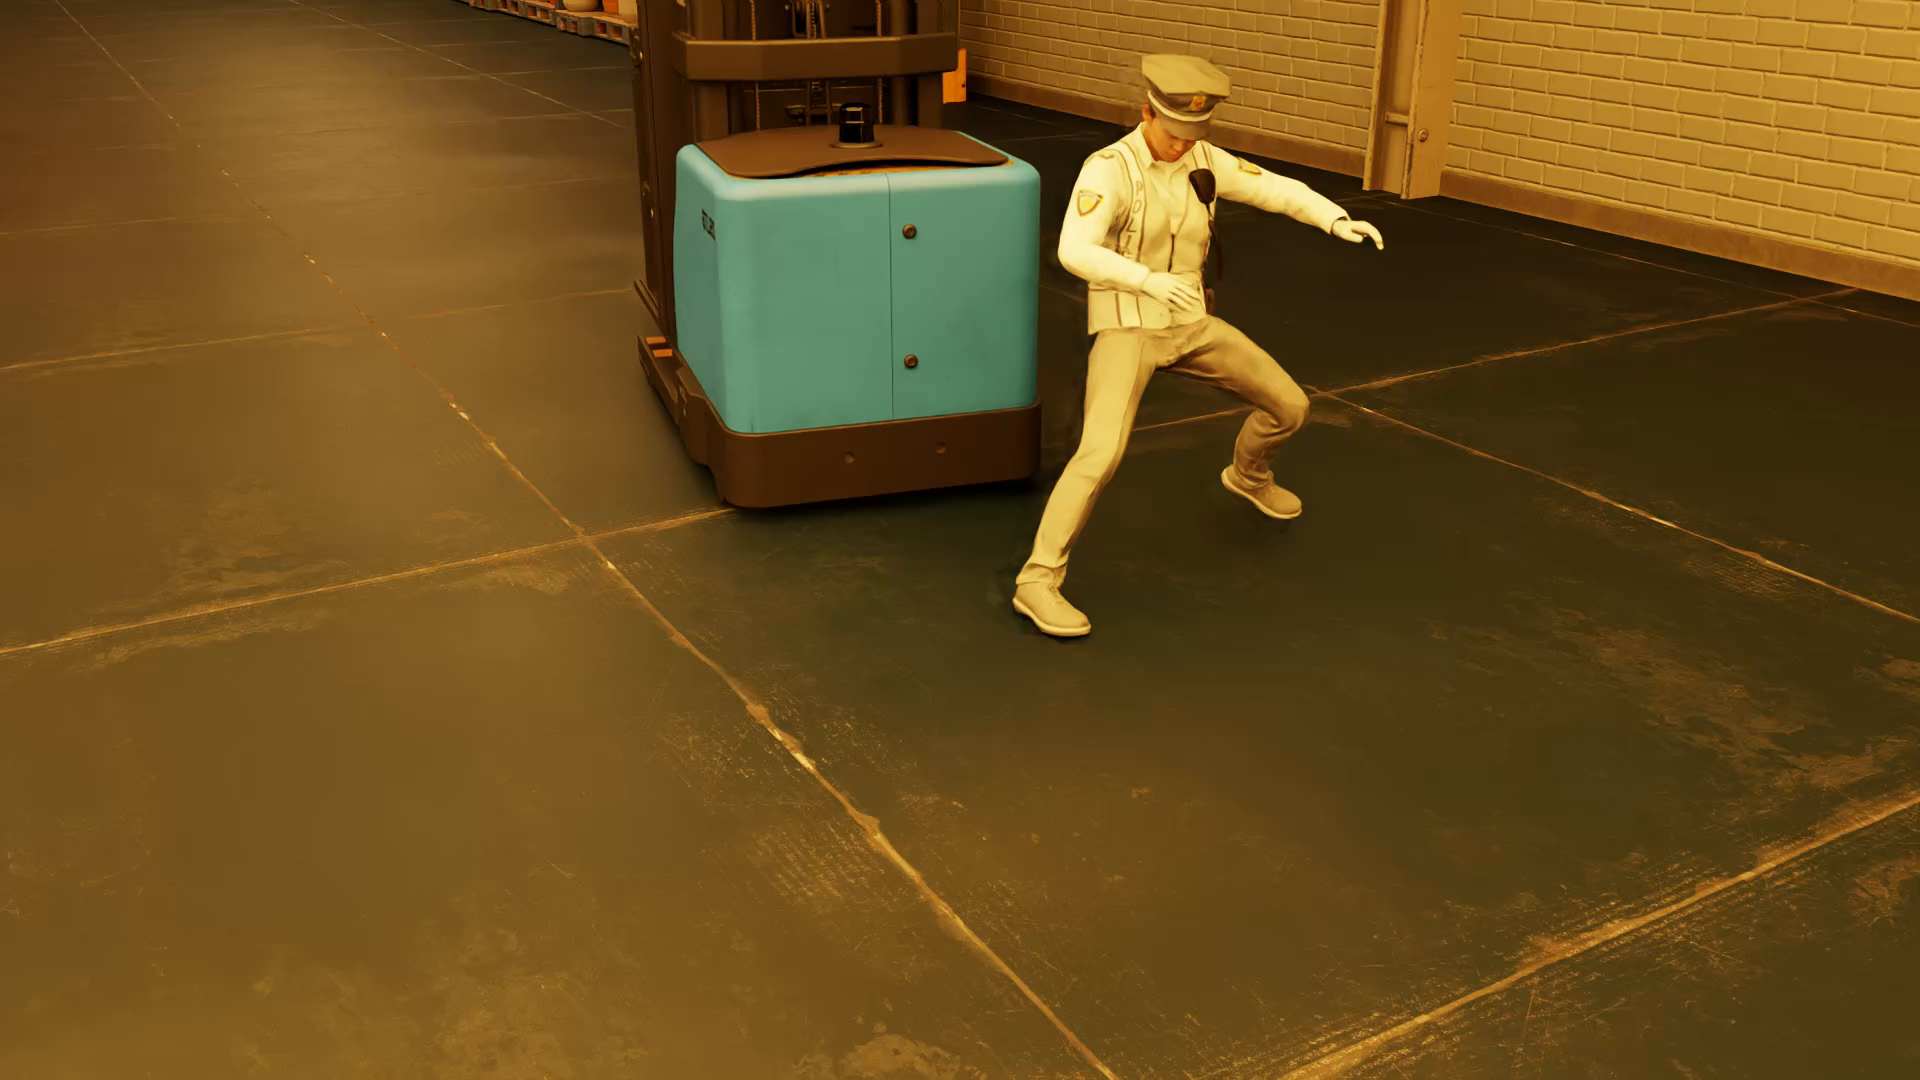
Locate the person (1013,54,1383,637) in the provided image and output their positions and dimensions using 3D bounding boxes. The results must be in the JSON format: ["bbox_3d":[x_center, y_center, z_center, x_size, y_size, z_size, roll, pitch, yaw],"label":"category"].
[{"bbox_3d":[0.649,-0.592,4.667,1.189,1.467,0.669,-10,24,-23],"label":"person"}]

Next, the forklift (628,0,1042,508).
[{"bbox_3d":[-0.672,-1.985,6.112,1.130,2.935,3.031,-7,23,-17],"label":"forklift"}]
